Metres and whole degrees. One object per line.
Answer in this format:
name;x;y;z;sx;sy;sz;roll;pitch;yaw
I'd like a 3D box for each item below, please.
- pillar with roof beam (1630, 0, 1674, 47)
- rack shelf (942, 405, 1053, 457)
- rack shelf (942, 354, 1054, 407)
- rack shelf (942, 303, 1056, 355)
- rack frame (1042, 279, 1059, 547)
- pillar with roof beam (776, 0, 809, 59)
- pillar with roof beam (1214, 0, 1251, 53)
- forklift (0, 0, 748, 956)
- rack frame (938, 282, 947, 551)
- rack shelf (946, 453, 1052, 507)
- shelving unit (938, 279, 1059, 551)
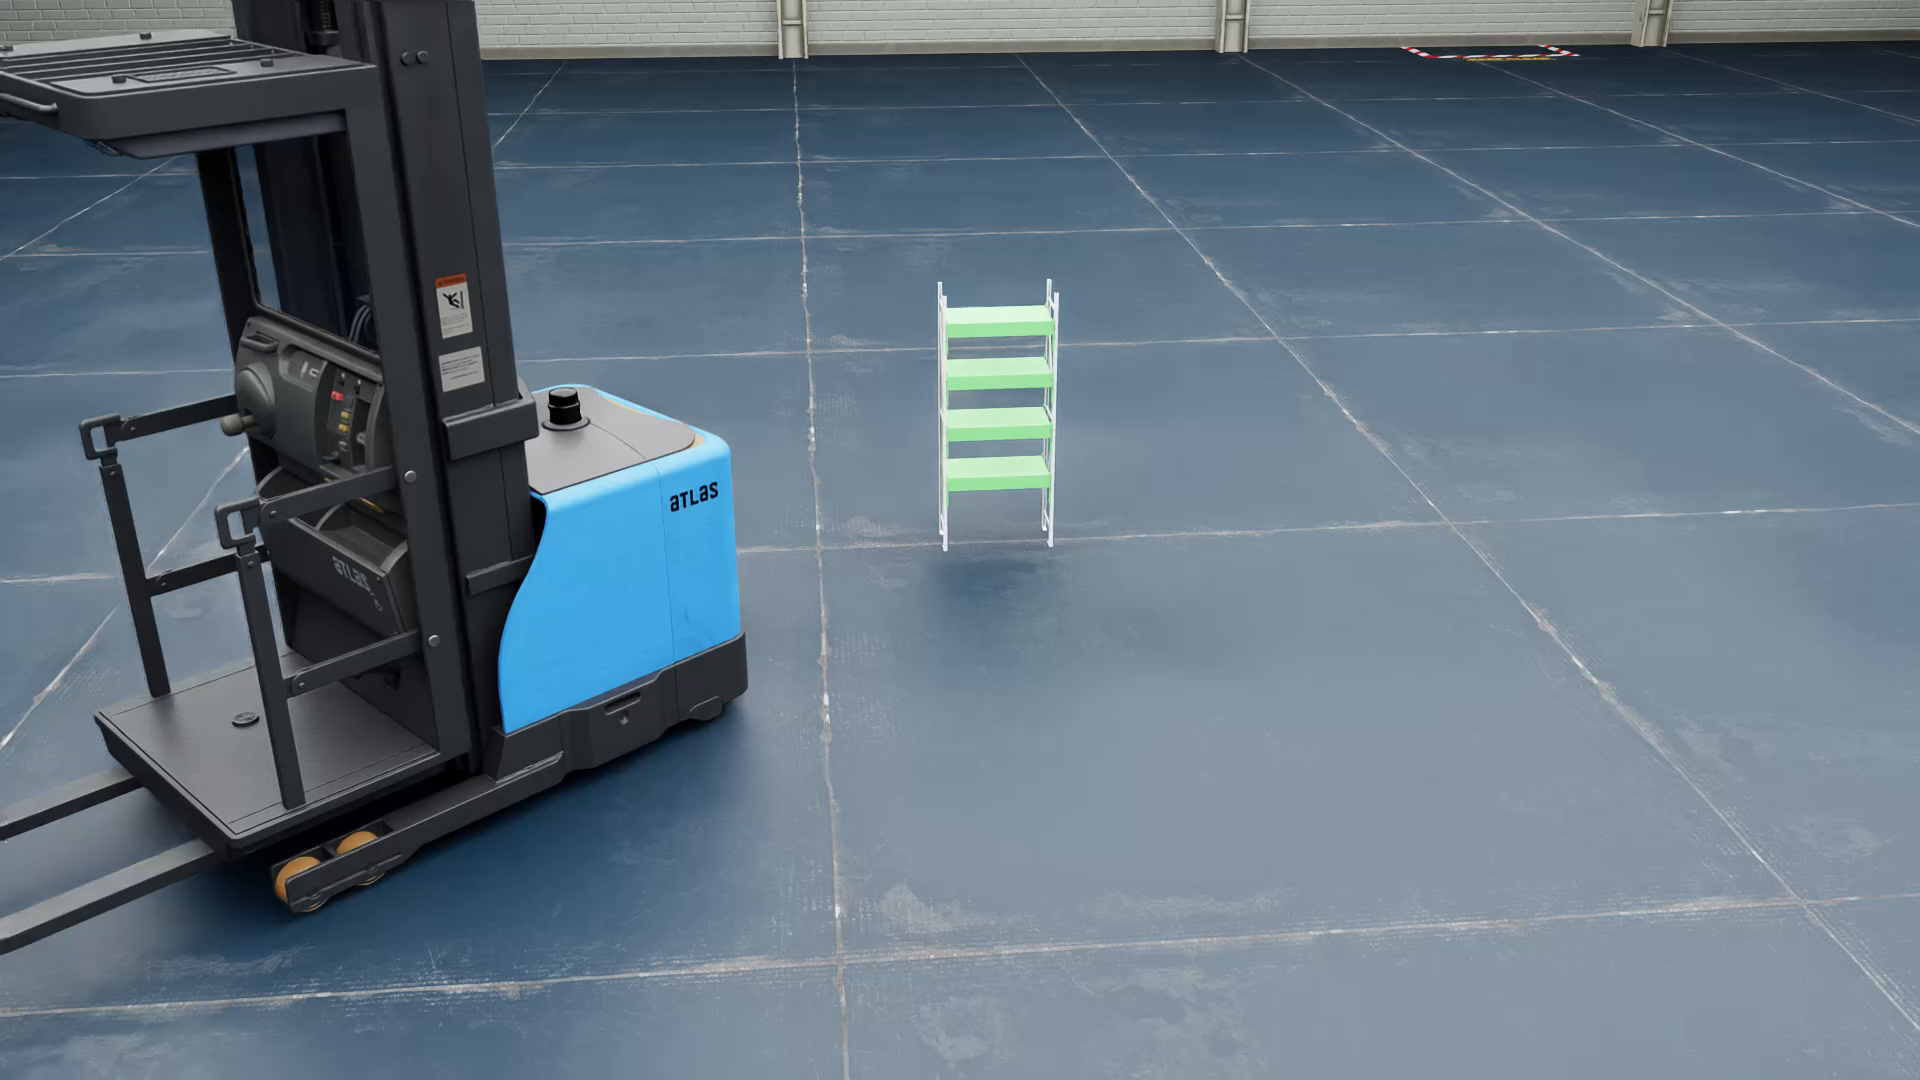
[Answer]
pillar with roof beam;10.124;-9.353;17.713;0.400;9.000;9.100;-2;24;-5
rack shelf;0.165;-0.496;7.547;0.480;0.148;0.258;-2;24;-5
rack shelf;0.165;-0.716;7.450;0.480;0.148;0.258;-2;24;-5
rack shelf;0.165;-0.935;7.352;0.480;0.148;0.258;-2;24;-5
rack frame;0.408;-0.565;7.543;0.015;1.200;0.240;-2;24;-5
pillar with roof beam;-1.818;-8.874;16.635;0.400;9.000;9.100;-2;24;-5
pillar with roof beam;4.153;-9.113;17.174;0.400;9.000;9.100;-2;24;-5
forklift;-2.192;-0.422;5.091;1.130;2.935;3.031;22;32;40
rack frame;-0.078;-0.545;7.499;0.015;1.200;0.240;-2;24;-5
rack shelf;0.165;-0.277;7.645;0.480;0.148;0.258;-2;24;-5
shelving unit;0.165;-0.555;7.521;0.503;1.200;0.258;-2;24;-5
